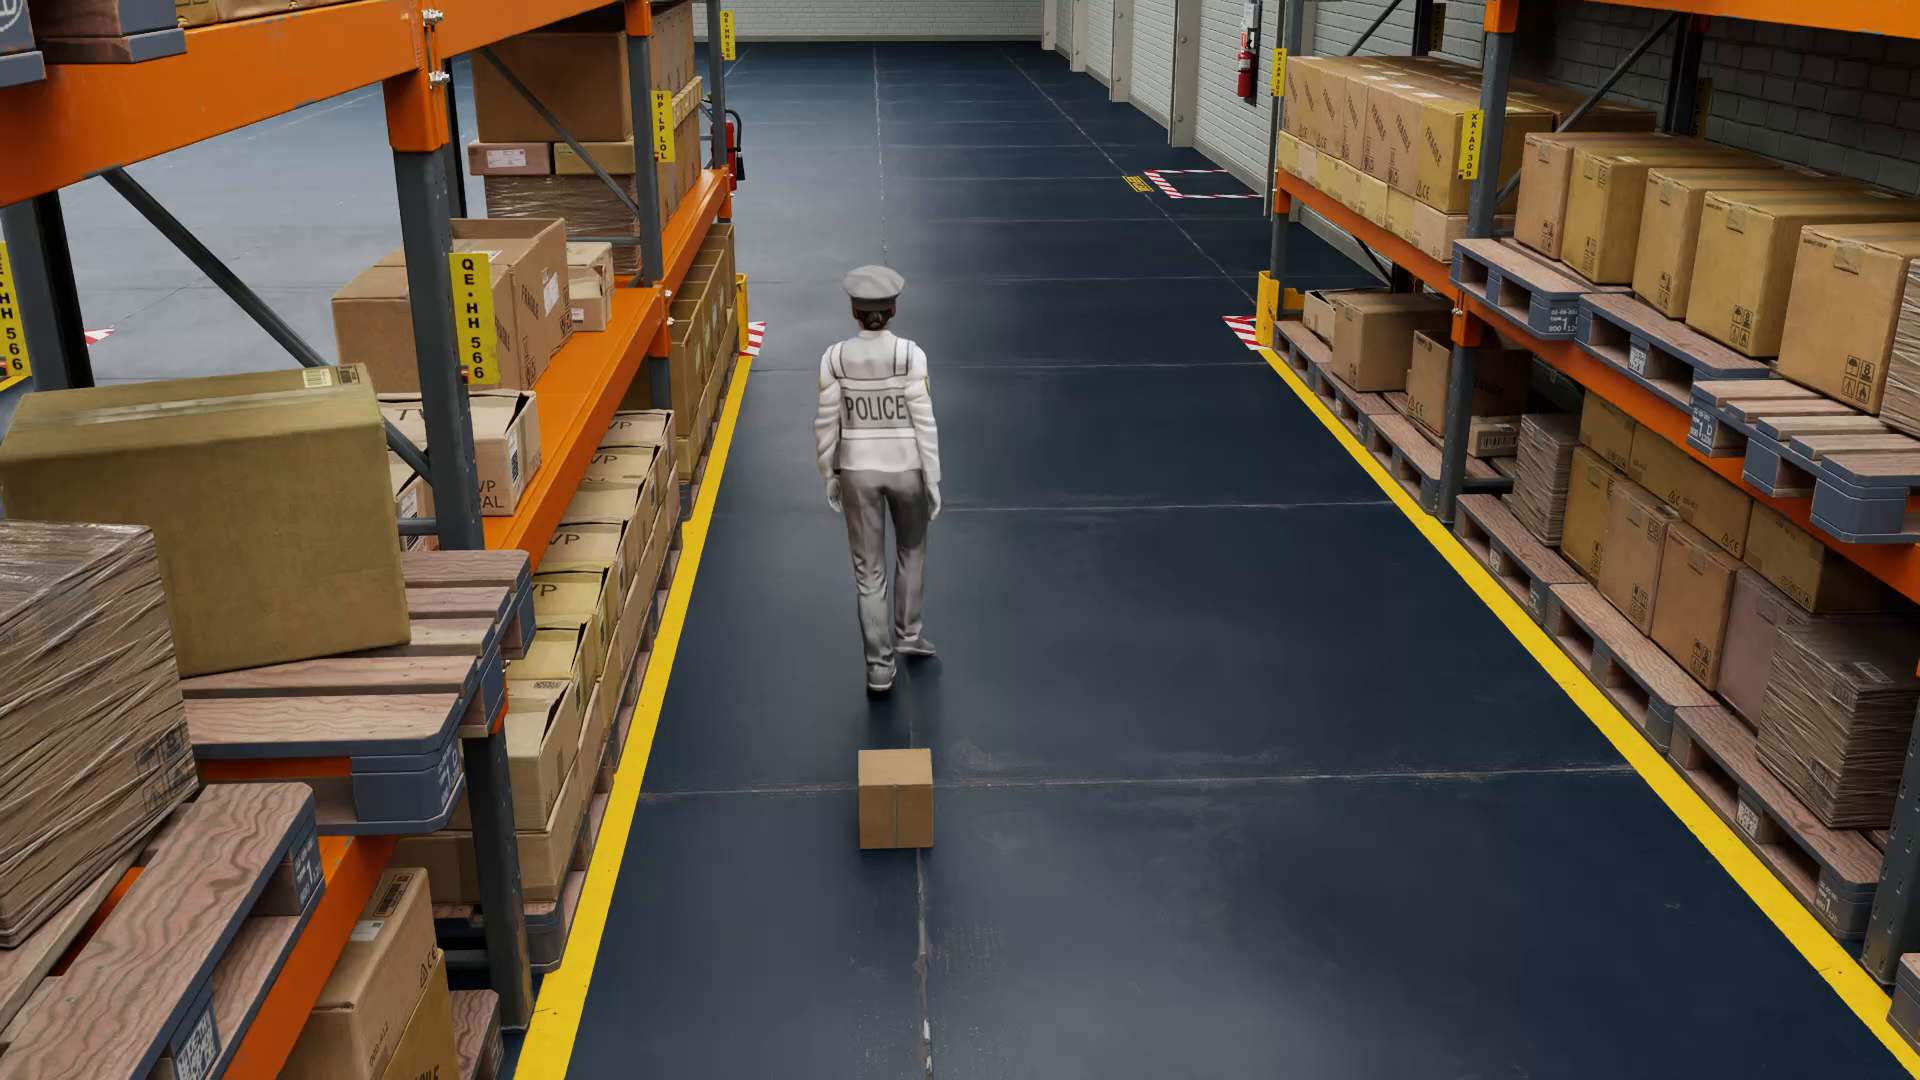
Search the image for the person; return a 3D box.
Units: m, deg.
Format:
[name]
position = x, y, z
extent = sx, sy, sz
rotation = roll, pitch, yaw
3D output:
[person]
position = -0.330, -0.217, 6.672
extent = 0.508, 1.714, 0.578
rotation = 0, 21, 0
